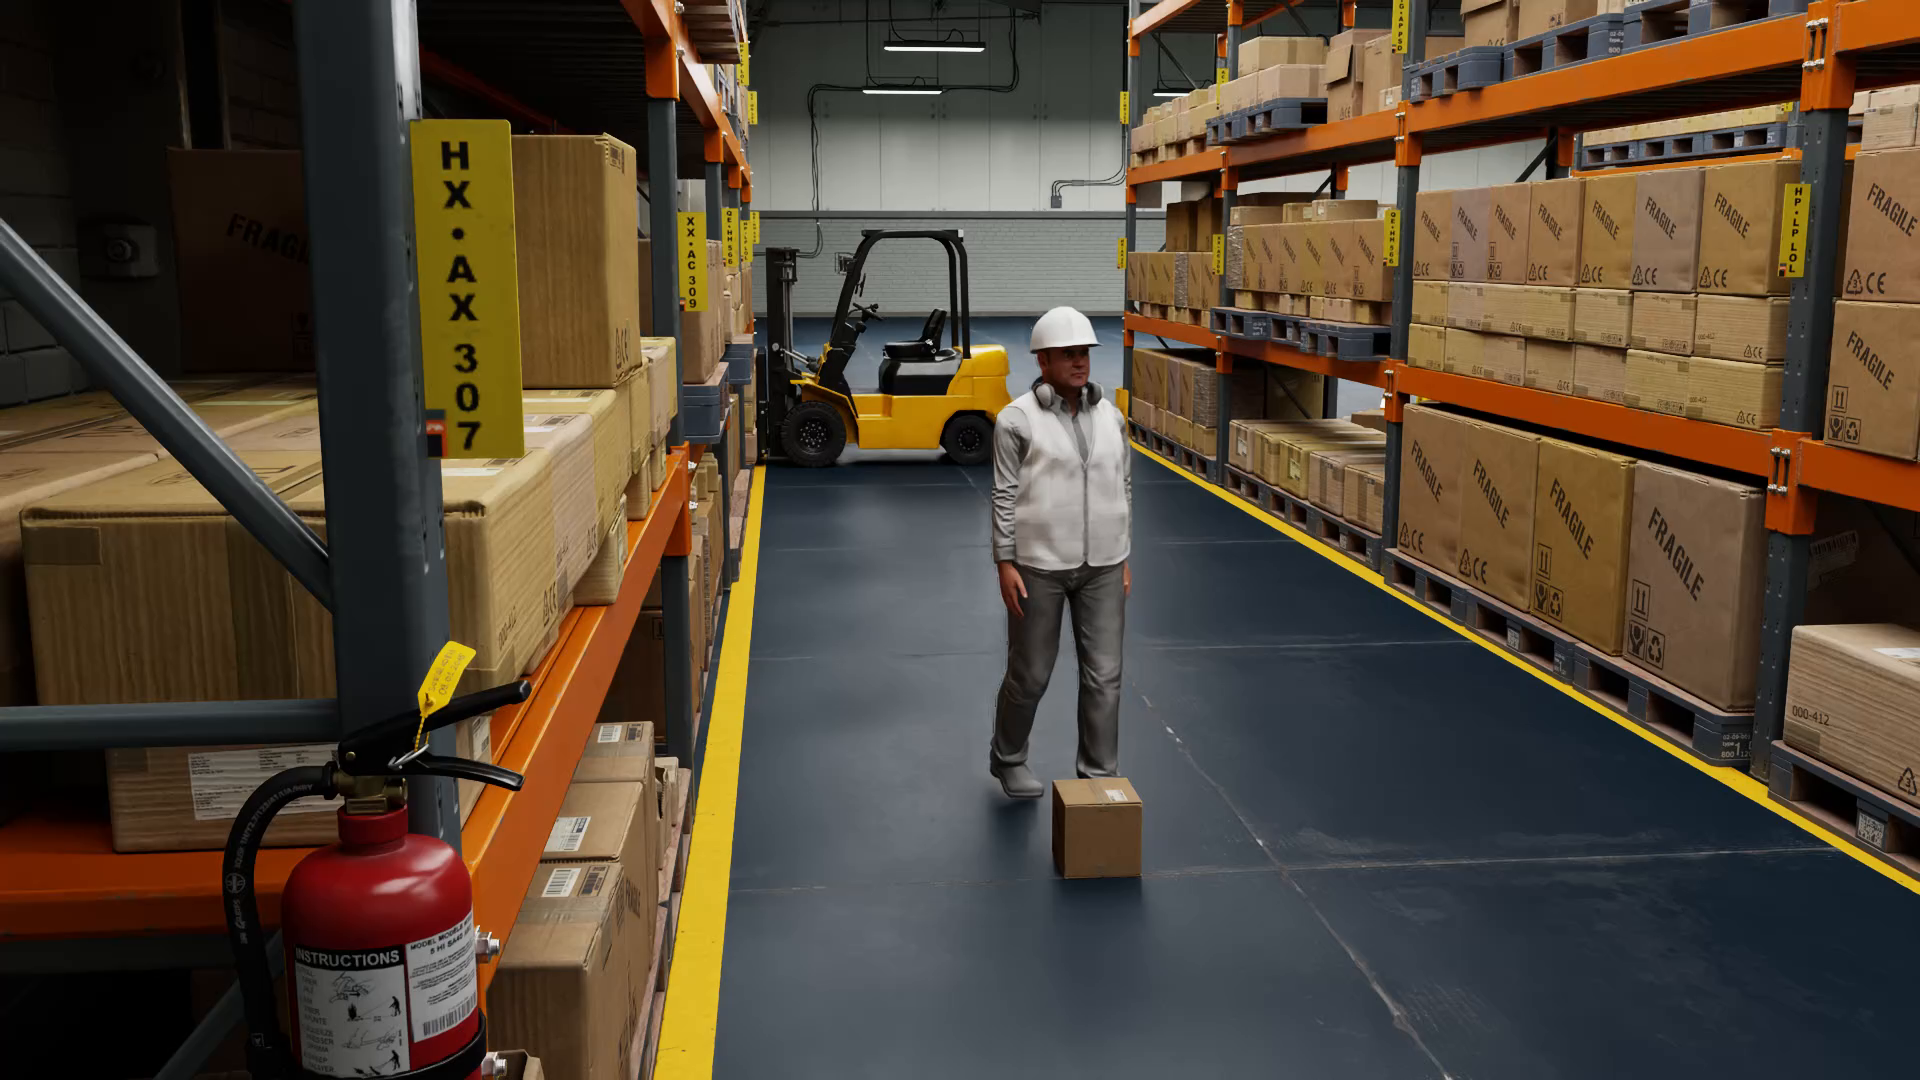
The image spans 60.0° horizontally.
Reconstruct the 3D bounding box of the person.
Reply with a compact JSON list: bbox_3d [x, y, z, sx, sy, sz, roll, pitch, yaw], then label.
[{"bbox_3d":[0.372,0.080,5.819,0.550,1.775,0.652,-3,10,-18],"label":"person"}]
